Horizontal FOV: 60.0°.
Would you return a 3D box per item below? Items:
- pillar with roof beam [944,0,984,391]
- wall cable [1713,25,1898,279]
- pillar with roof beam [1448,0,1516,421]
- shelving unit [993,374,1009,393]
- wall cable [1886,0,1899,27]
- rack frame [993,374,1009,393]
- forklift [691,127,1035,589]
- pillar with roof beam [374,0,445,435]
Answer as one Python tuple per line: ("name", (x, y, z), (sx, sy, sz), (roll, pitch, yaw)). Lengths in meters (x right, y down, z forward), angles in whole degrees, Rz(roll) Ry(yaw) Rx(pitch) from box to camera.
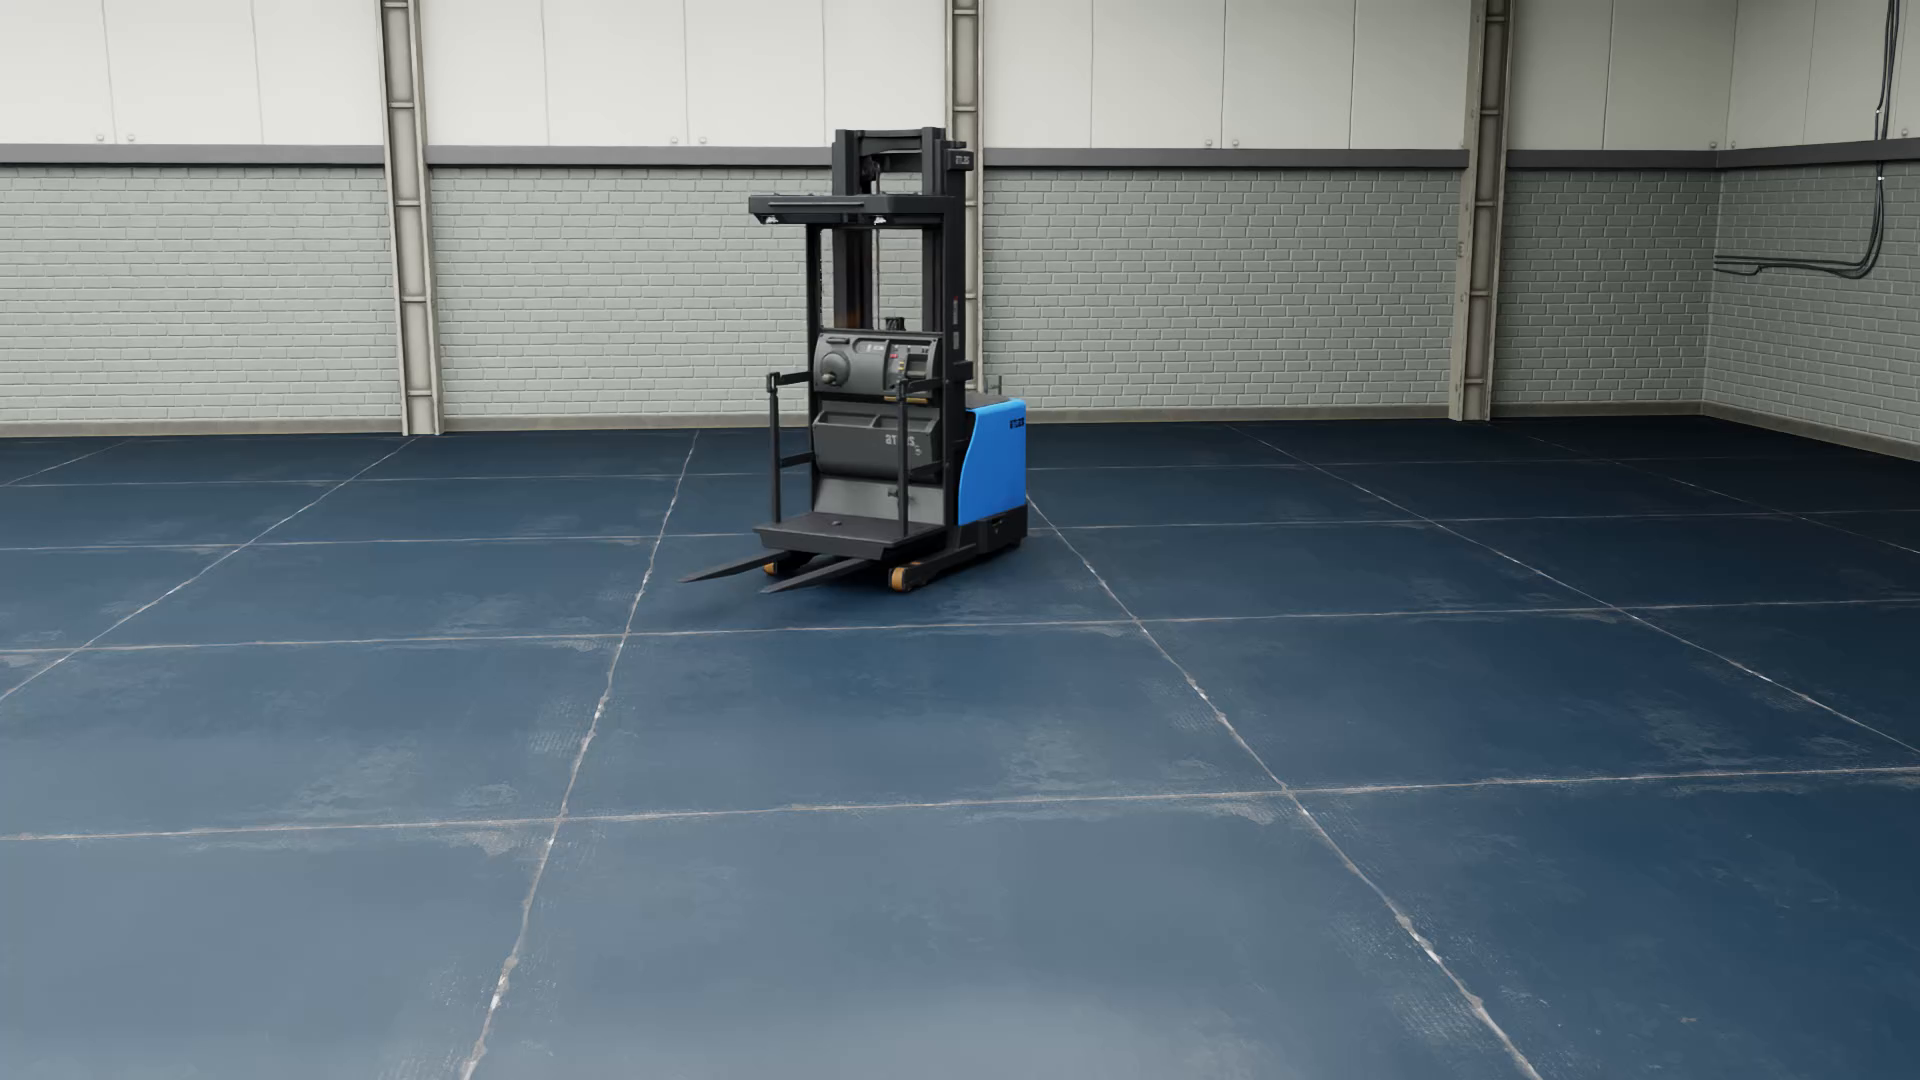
("pillar with roof beam", (0.509, -4.895, 13.939), (0.400, 9.000, 9.100), (-1, 11, -6))
("wall cable", (9.081, -4.130, 18.096), (0.112, 2.526, 3.097), (-1, 11, -6))
("pillar with roof beam", (6.474, -5.020, 14.575), (0.400, 9.000, 9.100), (-1, 11, -6))
("shelving unit", (0.092, -0.664, 12.636), (0.503, 1.200, 0.258), (6, 13, 28))
("wall cable", (9.373, -6.089, 14.970), (0.112, 2.526, 3.097), (-1, 11, -6))
("rack frame", (0.306, -0.642, 12.522), (0.015, 1.200, 0.240), (6, 13, 28))
("forklift", (-0.605, -1.222, 10.987), (1.130, 2.935, 3.031), (6, 13, 29))
("pillar with roof beam", (-5.456, -4.770, 13.304), (0.400, 9.000, 9.100), (-1, 11, -6))
